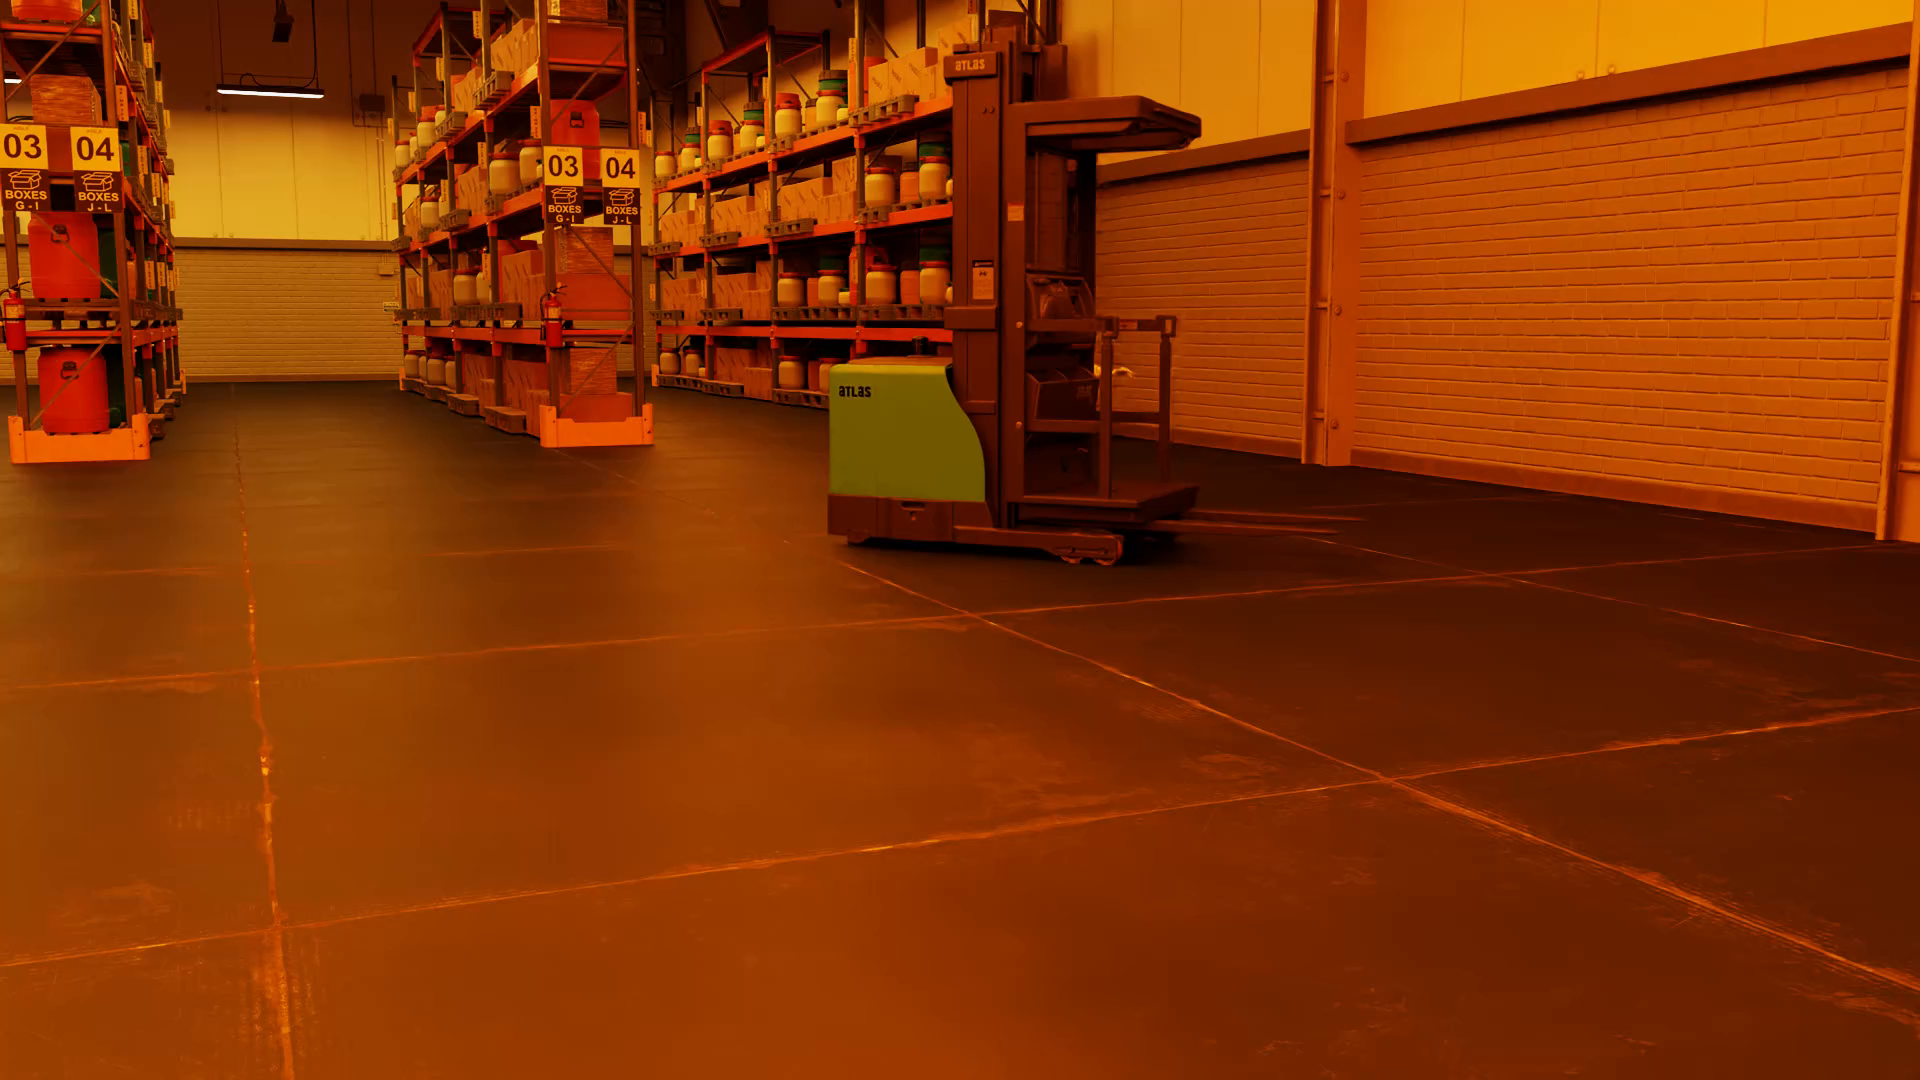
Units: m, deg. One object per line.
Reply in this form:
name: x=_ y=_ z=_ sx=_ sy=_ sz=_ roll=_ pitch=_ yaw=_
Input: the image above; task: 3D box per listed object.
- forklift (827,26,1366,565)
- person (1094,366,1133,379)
forklift: x=0.768 y=-1.394 z=9.512 sx=3.031 sy=2.935 sz=1.130 roll=4 pitch=8 yaw=25
person: x=0.745 y=-0.844 z=11.105 sx=0.857 sy=1.429 sz=0.992 roll=0 pitch=8 yaw=0
